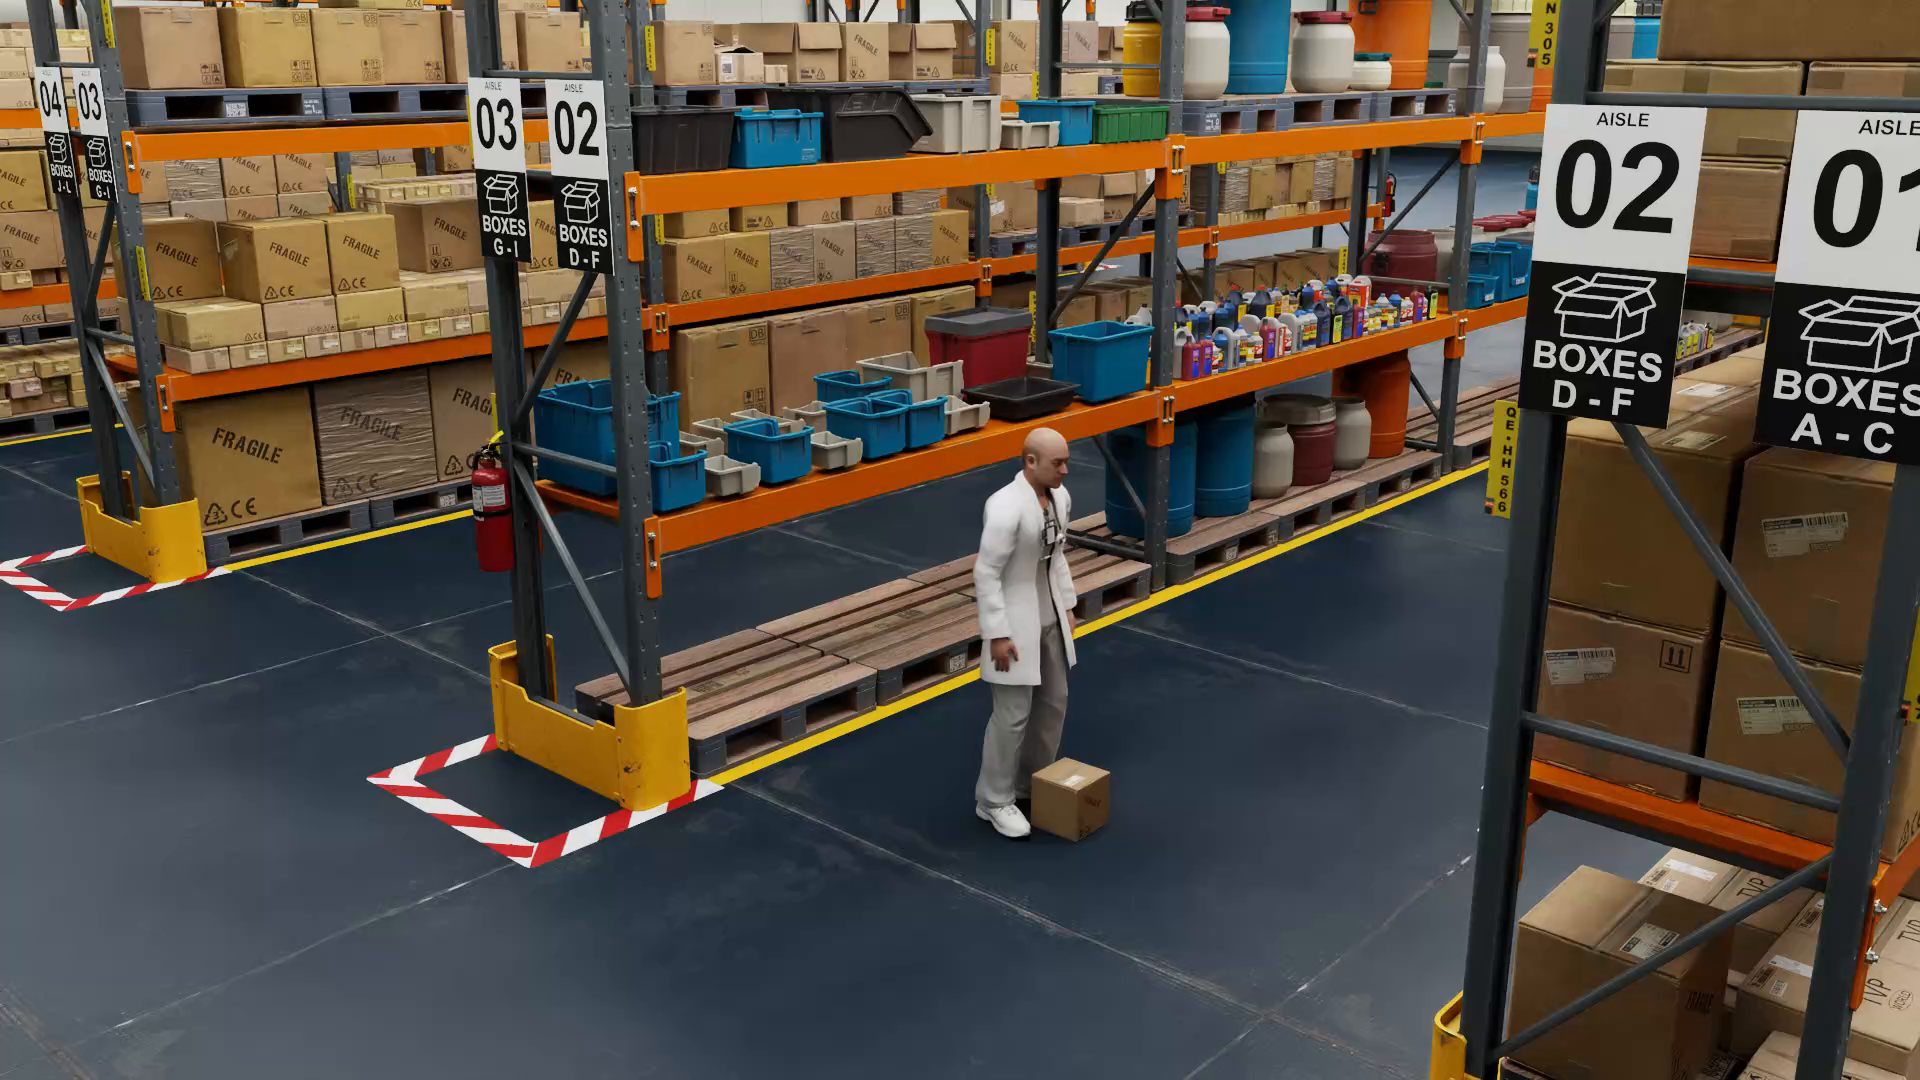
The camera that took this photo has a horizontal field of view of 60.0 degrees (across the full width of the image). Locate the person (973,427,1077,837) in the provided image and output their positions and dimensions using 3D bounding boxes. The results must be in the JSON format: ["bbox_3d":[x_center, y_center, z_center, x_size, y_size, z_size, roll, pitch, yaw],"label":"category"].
[{"bbox_3d":[0.309,0.371,7.329,0.428,1.773,0.651,13,21,36],"label":"person"}]
